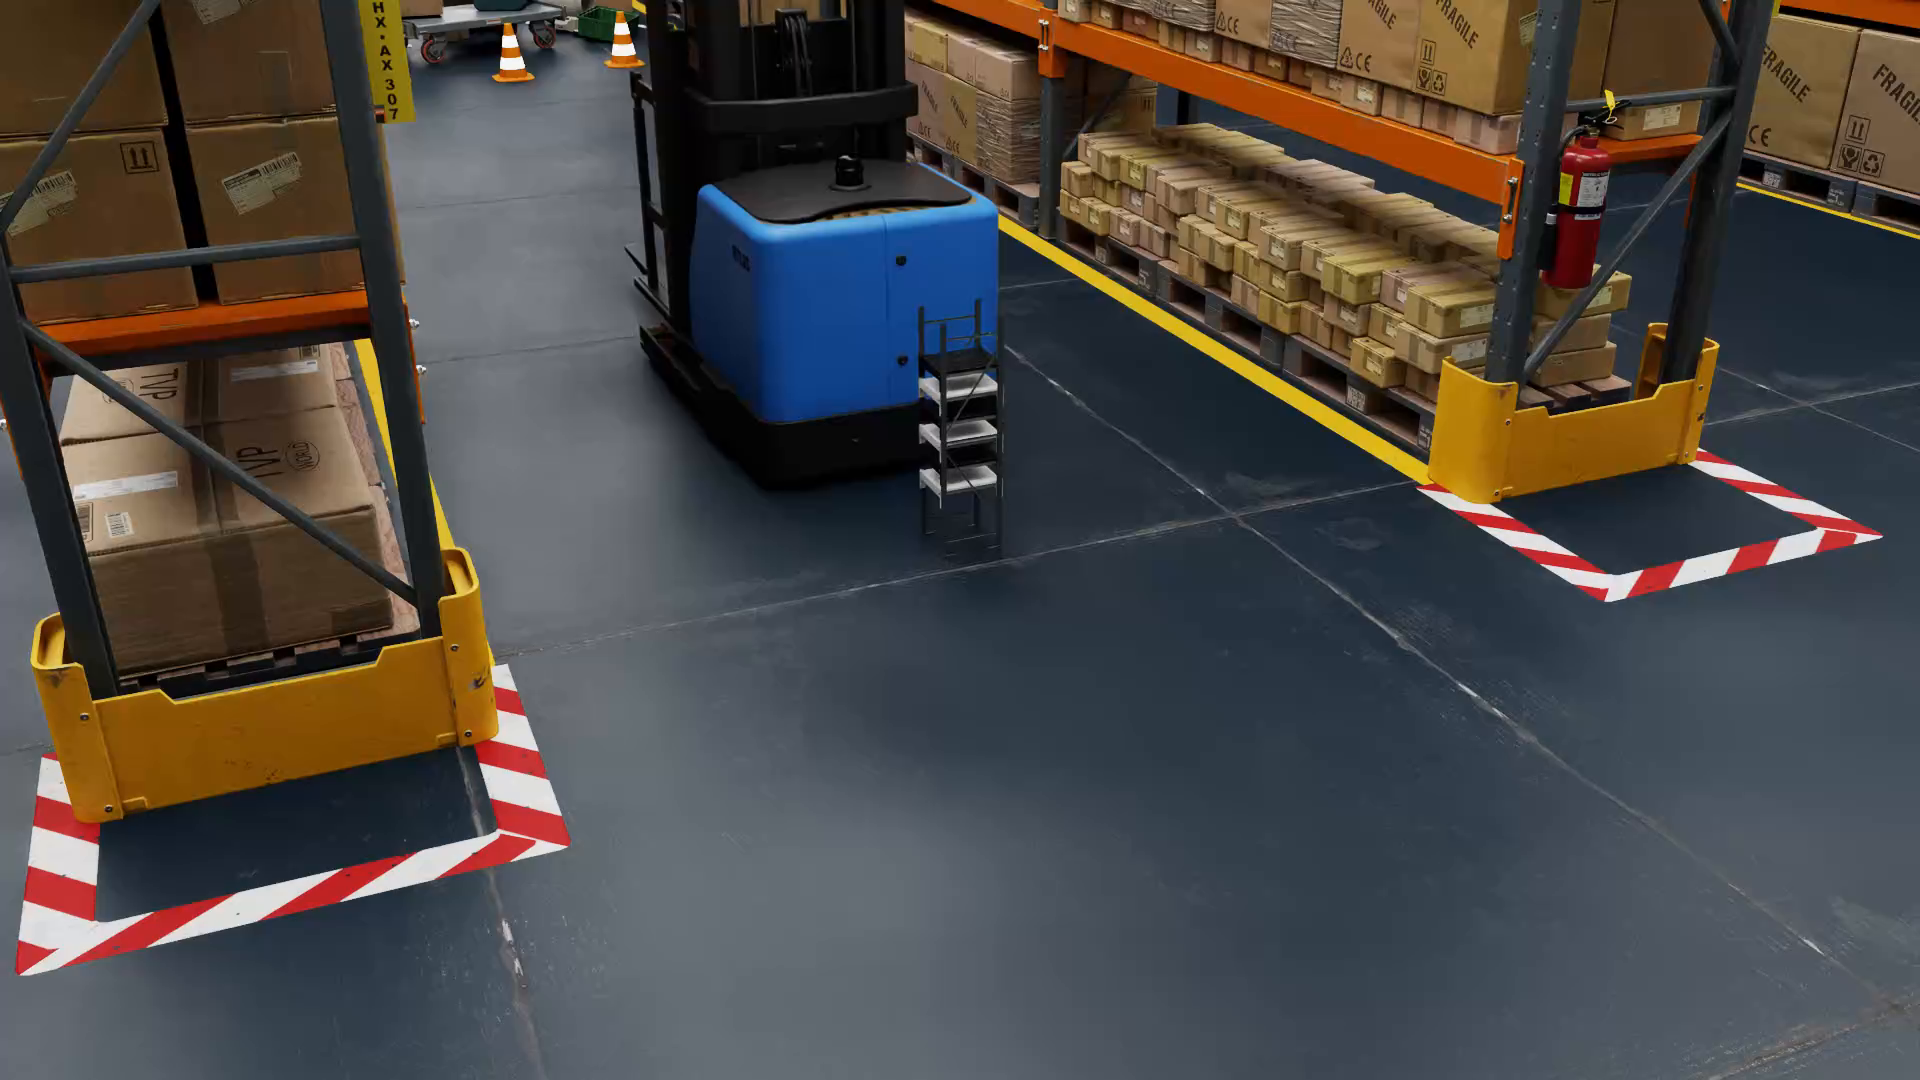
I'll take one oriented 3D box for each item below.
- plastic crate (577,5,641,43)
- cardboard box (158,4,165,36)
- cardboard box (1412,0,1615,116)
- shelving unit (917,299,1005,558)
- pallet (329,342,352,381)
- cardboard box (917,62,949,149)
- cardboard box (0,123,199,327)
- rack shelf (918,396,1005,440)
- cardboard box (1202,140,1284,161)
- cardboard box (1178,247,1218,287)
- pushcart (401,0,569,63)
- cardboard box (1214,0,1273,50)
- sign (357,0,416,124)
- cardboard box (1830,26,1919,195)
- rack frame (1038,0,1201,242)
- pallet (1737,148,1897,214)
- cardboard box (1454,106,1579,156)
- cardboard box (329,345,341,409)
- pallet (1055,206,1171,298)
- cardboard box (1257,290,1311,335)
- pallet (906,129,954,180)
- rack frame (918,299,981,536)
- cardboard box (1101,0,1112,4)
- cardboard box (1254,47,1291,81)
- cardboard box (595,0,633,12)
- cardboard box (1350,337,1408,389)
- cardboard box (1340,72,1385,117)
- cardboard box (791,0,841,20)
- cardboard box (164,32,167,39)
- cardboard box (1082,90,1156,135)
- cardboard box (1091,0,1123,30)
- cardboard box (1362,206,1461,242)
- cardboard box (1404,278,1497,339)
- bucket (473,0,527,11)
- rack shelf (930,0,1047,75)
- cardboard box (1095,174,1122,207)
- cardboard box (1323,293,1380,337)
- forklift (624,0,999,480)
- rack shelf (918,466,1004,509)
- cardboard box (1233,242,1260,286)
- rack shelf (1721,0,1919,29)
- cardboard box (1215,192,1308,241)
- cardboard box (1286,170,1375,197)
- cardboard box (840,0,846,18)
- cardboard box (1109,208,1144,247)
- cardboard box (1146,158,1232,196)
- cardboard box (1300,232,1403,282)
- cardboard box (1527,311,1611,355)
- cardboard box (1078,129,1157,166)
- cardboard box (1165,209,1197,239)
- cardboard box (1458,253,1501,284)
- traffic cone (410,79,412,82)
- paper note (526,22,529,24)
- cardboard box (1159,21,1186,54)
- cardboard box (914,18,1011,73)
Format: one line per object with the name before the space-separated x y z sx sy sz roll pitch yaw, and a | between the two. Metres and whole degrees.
plastic crate | -3.454 -5.070 16.355 0.450 0.188 0.662 12 27 2
cardboard box | -3.022 -1.985 5.642 0.500 0.500 0.500 -11 28 -21
cardboard box | 2.106 -1.934 6.340 0.500 0.500 0.500 -10 28 -20
shelving unit | 0.003 -0.401 6.046 0.258 0.900 0.210 -11 28 -21
pallet | -3.337 -0.768 7.583 1.003 0.211 1.213 -11 28 -21
cardboard box | 0.033 -2.969 11.283 0.500 0.500 0.500 -11 28 -22
cardboard box | -2.429 -0.921 4.604 0.500 0.500 0.500 -10 28 -20
rack shelf | 0.003 -0.452 6.021 0.258 0.077 0.200 -11 28 -21
cardboard box | 1.572 -2.114 9.253 0.380 0.149 0.250 -11 28 -21
cardboard box | 1.345 -1.422 8.514 0.380 0.149 0.250 -11 28 -22
pushcart | -4.617 -4.805 15.661 1.648 0.377 0.936 -22 34 -38
cardboard box | 1.516 -2.549 7.599 0.500 0.500 0.500 -9 27 -18
sign | -1.483 -1.245 4.303 0.100 0.325 0.005 -11 28 -21
cardboard box | 6.093 -2.635 10.171 0.875 0.875 0.875 -11 28 -21
rack frame | 0.952 -3.233 9.453 1.000 3.000 0.127 -11 28 -21
pallet | 5.782 -2.471 11.071 1.003 0.211 1.213 -11 28 -21
cardboard box | 2.131 -1.589 6.371 0.380 0.149 0.250 -11 28 -21
cardboard box | -3.064 -0.746 6.801 0.875 0.438 0.875 -11 28 -22
pallet | 1.248 -1.715 9.522 1.003 0.211 1.213 -11 28 -21
cardboard box | 1.636 -1.100 7.855 0.380 0.149 0.250 -12 28 -23
pallet | 0.165 -2.787 11.718 1.003 0.211 1.213 -11 28 -21
rack frame | -0.037 -0.442 6.130 0.240 0.900 0.006 -11 28 -21
cardboard box | 0.915 -3.169 8.868 0.500 0.500 0.500 -11 28 -22
cardboard box | 1.589 -2.228 7.681 0.380 0.149 0.250 -10 28 -20
cardboard box | -3.733 -5.791 17.538 0.500 0.500 0.500 -6 27 -12
cardboard box | 1.927 -0.789 7.218 0.380 0.149 0.250 -10 28 -19
cardboard box | 1.835 -1.893 6.995 0.380 0.149 0.250 -10 28 -19
cardboard box | -0.770 -4.287 13.697 1.050 0.750 0.750 -11 28 -21
cardboard box | -3.036 -1.539 5.869 0.500 0.500 0.500 -10 28 -19
cardboard box | 0.907 -2.643 10.614 0.500 0.500 0.500 -9 28 -19
cardboard box | 0.932 -2.858 8.971 0.380 0.149 0.250 -10 28 -19
cardboard box | 2.154 -1.477 7.949 0.380 0.149 0.250 -9 28 -19
cardboard box | 2.078 -0.964 6.897 0.380 0.149 0.250 -10 28 -20
bucket | -4.355 -5.334 15.754 0.726 0.611 0.620 -1 36 -3
rack shelf | 0.169 -3.717 11.265 1.077 0.370 4.000 -11 28 -21
cardboard box | 0.982 -1.986 9.331 0.380 0.149 0.250 -10 28 -20
cardboard box | 1.844 -1.033 7.379 0.380 0.149 0.250 -12 28 -23
forklift | -0.893 -2.174 7.362 1.130 2.935 3.031 -11 28 -21
rack shelf | 0.003 -0.209 6.139 0.258 0.077 0.200 -11 28 -21
cardboard box | 1.547 -1.347 8.021 0.380 0.149 0.250 -9 27 -18
rack shelf | 6.339 -2.914 9.619 1.077 0.370 4.000 -11 28 -21
cardboard box | 1.485 -1.598 8.197 0.380 0.149 0.250 -10 28 -20
cardboard box | 1.910 -1.795 8.601 0.380 0.149 0.250 -12 28 -22
cardboard box | -0.567 -3.930 12.397 0.500 0.250 0.500 -12 28 -23
cardboard box | 1.049 -1.740 9.165 0.380 0.149 0.250 -11 28 -21
cardboard box | 1.218 -1.917 8.850 0.380 0.149 0.250 -11 28 -22
cardboard box | 1.771 -1.273 7.531 0.380 0.149 0.250 -12 28 -23
cardboard box | 2.550 -0.915 7.137 0.380 0.149 0.250 -9 28 -18
cardboard box | 0.897 -2.233 9.498 0.380 0.149 0.250 -9 28 -19
cardboard box | 1.299 -1.670 8.683 0.380 0.149 0.250 -9 28 -18
cardboard box | 2.408 -1.154 7.287 0.380 0.149 0.250 -10 28 -20
traffic cone | -4.922 -4.171 14.266 0.336 0.463 0.334 -11 28 -21
paper note | -4.396 -5.359 17.200 0.172 0.023 0.155 -1 26 -3
cardboard box | 1.224 -2.536 8.311 0.380 0.149 0.250 -10 28 -20
cardboard box | 0.019 -3.314 11.134 0.500 0.250 0.500 -12 28 -23
